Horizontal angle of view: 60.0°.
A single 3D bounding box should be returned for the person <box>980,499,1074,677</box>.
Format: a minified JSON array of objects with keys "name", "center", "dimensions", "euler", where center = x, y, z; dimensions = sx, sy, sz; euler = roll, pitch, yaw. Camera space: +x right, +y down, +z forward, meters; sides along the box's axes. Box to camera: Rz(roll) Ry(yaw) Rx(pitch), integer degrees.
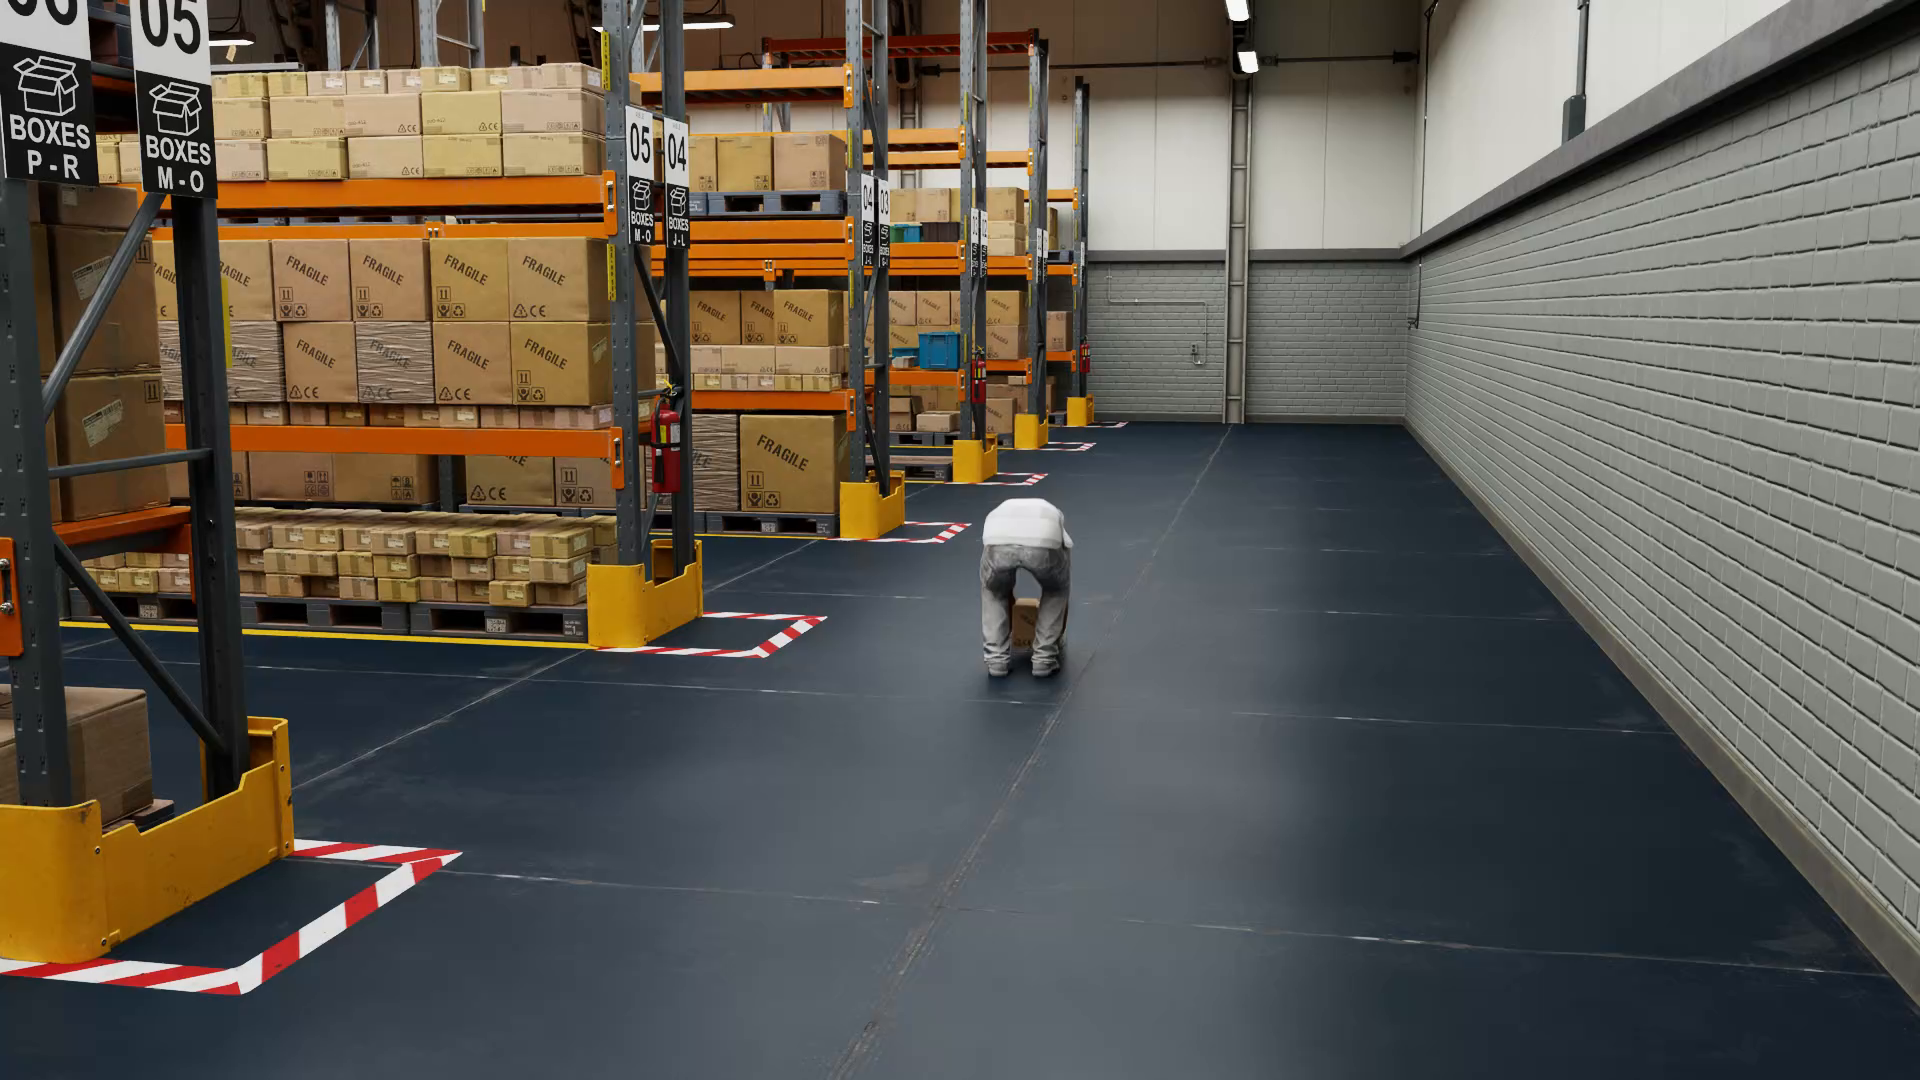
[{"name":"person","center":[0.378,0.233,9.443],"dimensions":[0.516,0.987,0.981],"euler":[1,8,8]}]
